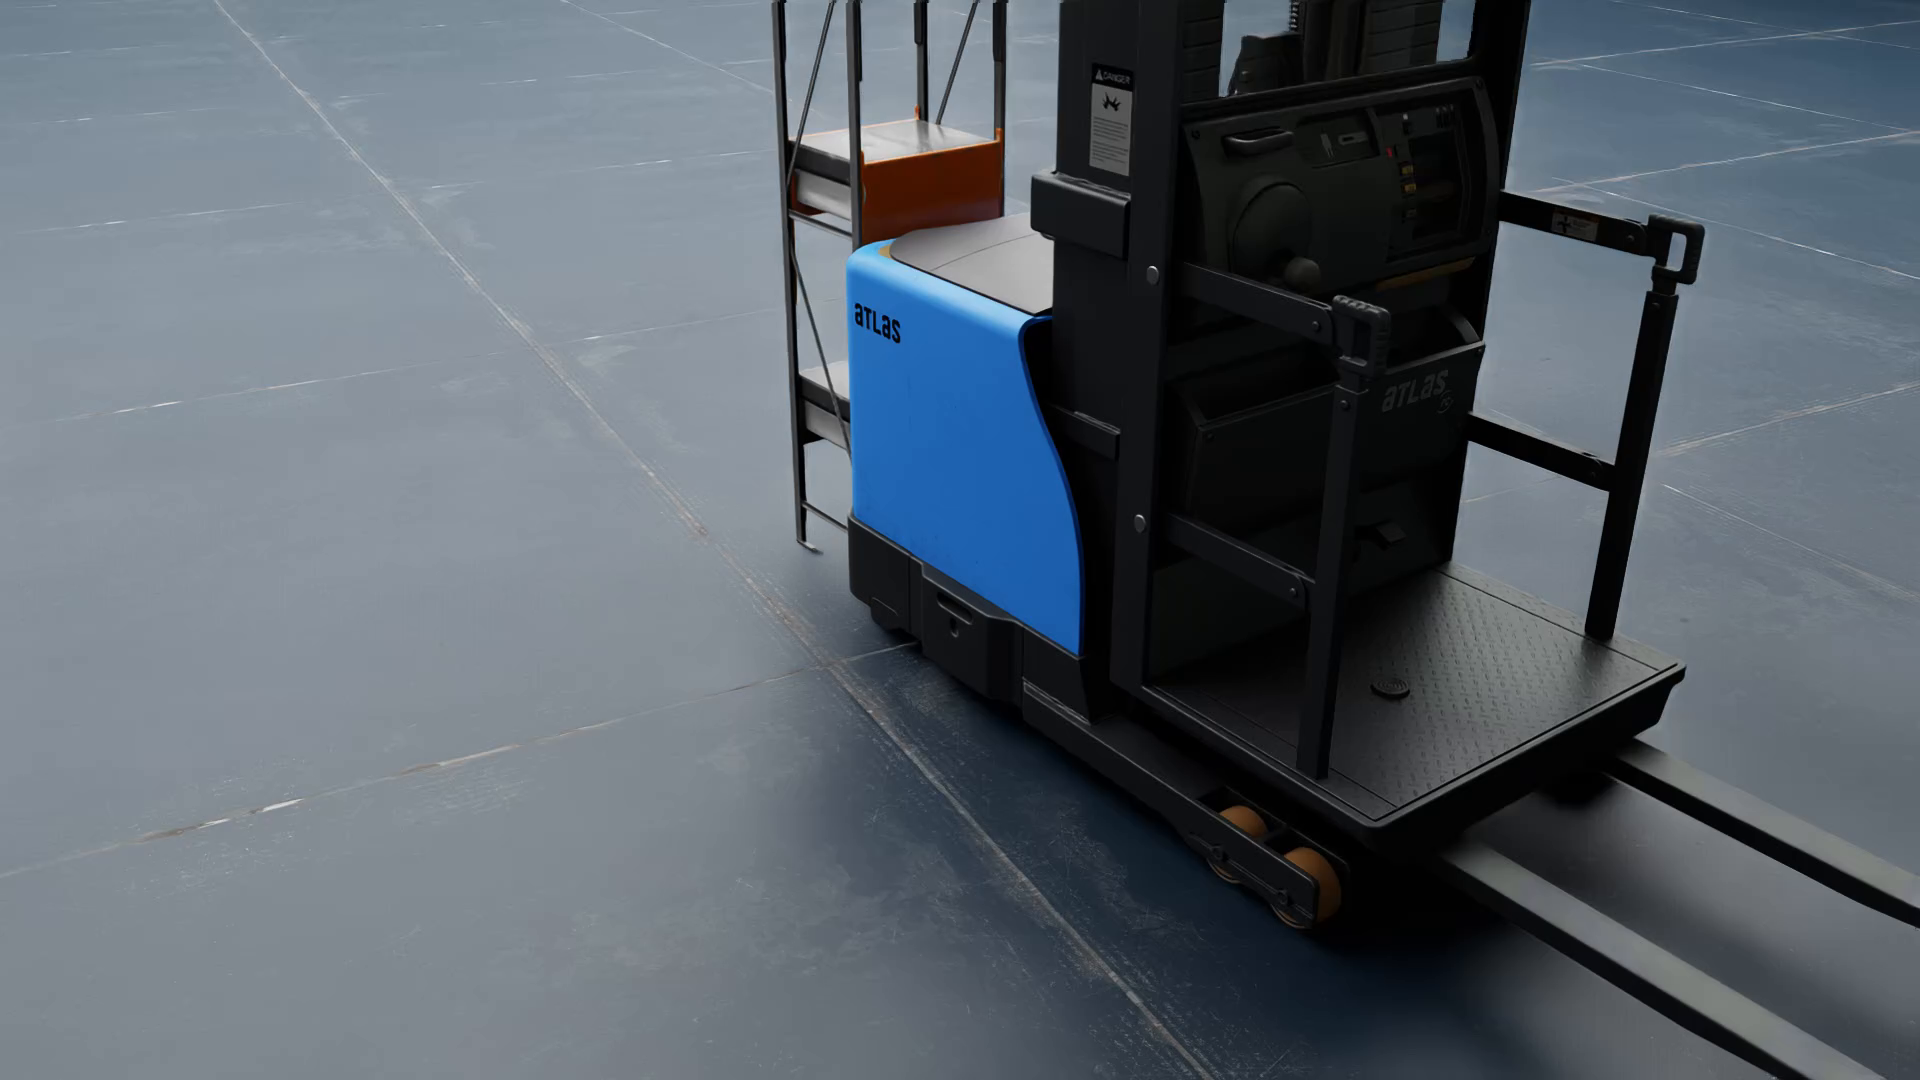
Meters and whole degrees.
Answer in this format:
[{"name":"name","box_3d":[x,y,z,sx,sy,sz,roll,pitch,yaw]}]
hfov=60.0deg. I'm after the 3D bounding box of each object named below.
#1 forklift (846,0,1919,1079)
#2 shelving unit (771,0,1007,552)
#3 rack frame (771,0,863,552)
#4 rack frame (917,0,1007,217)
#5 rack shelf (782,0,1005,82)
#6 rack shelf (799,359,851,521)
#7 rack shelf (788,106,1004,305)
[{"name":"forklift","box_3d":[0.962,-0.738,3.401,1.130,2.935,3.031,-18,31,-32]},{"name":"shelving unit","box_3d":[-0.194,-0.938,4.777,0.503,2.100,0.431,-18,31,-33]},{"name":"rack frame","box_3d":[-0.388,-0.874,4.644,0.015,2.100,0.400,-18,31,-33]},{"name":"rack frame","box_3d":[0.000,-1.002,4.911,0.015,2.100,0.400,-18,31,-33]},{"name":"rack shelf","box_3d":[-0.194,-1.557,4.480,0.480,0.518,0.431,-18,31,-33]},{"name":"rack shelf","box_3d":[-0.194,-0.295,5.086,0.480,0.518,0.431,-18,31,-33]},{"name":"rack shelf","box_3d":[-0.194,-0.926,4.783,0.480,0.518,0.431,-18,31,-33]}]
